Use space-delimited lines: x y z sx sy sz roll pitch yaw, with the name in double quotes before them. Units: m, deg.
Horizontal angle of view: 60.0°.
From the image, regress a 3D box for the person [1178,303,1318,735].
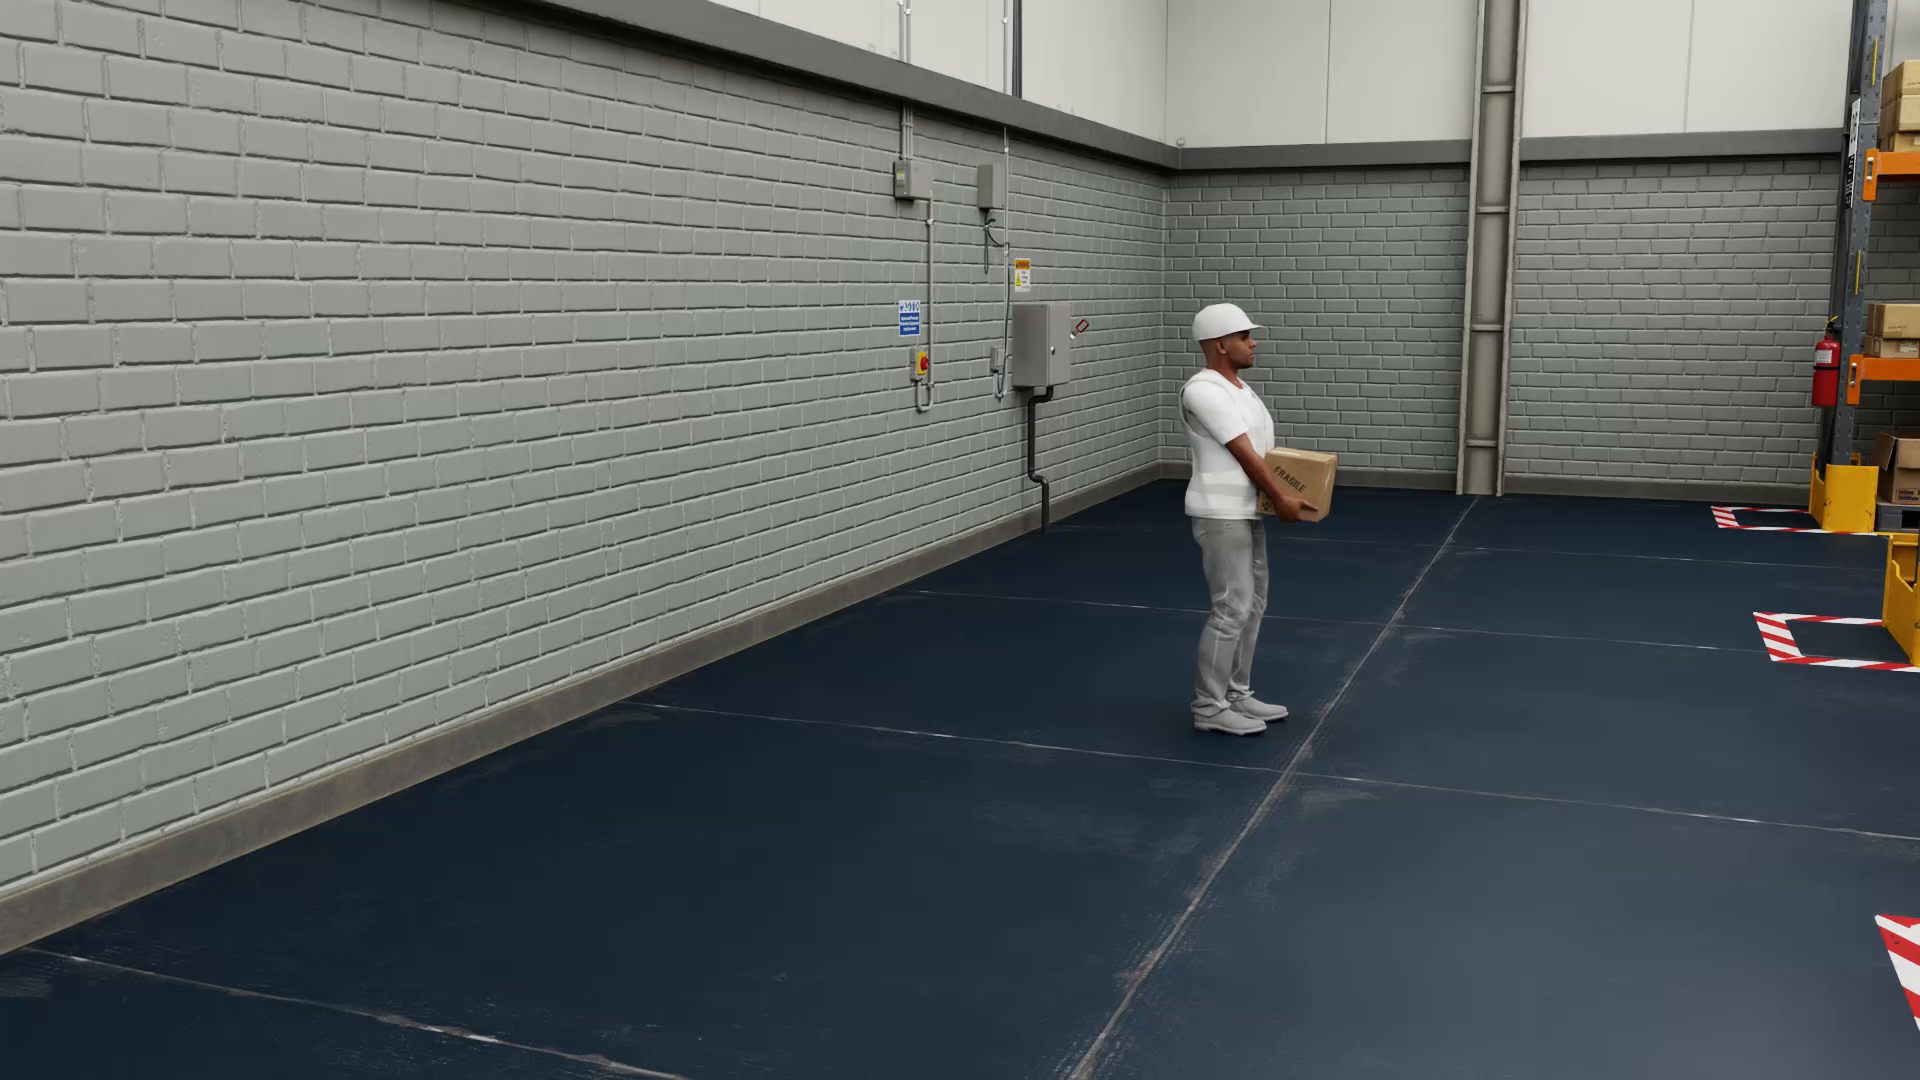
"person" 1.218 -0.093 6.899 0.585 1.760 0.504 4 9 22
